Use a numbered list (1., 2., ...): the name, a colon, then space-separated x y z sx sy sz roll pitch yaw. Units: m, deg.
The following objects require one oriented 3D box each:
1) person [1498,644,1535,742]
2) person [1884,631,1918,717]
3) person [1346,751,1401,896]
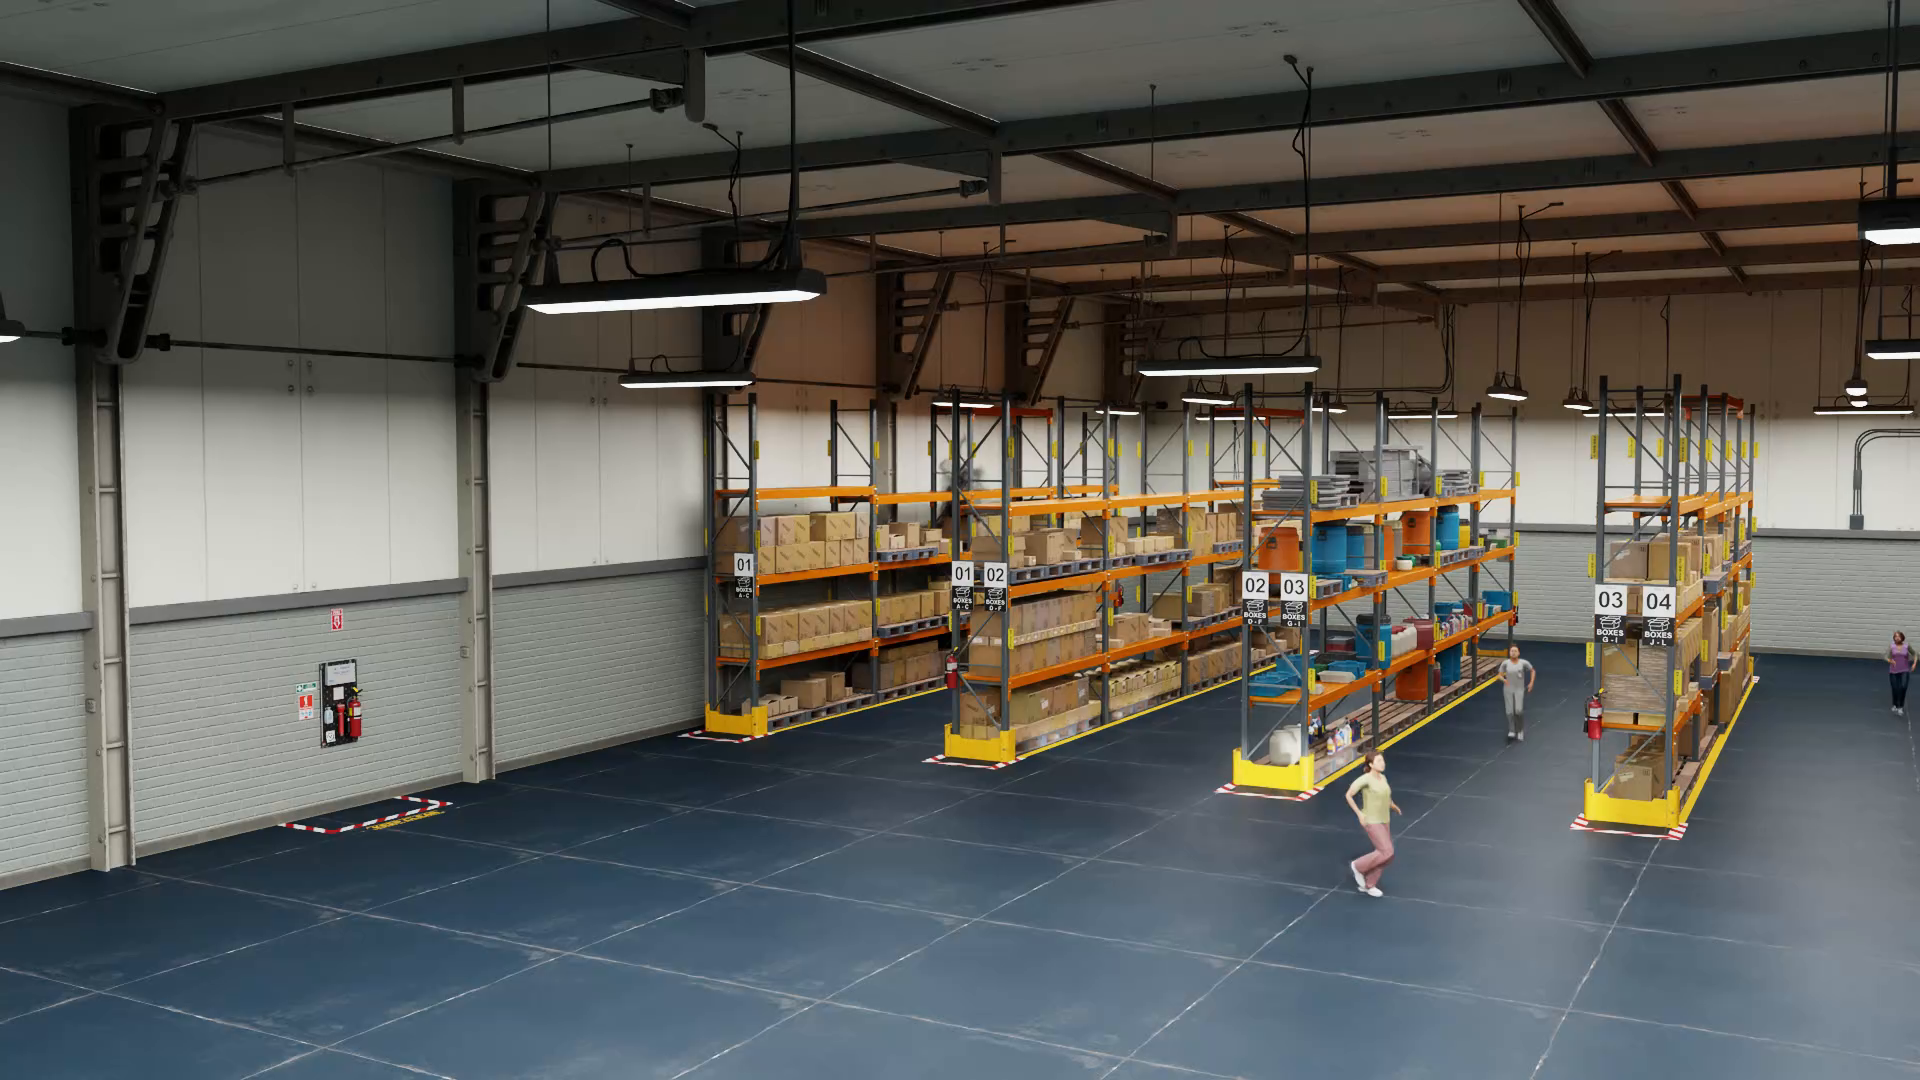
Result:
1. person: 9.548 2.634 28.589 0.592 1.678 0.665 1 3 24
2. person: 17.744 2.526 31.393 0.546 1.609 0.690 2 4 34
3. person: 4.680 3.179 18.646 0.573 1.630 0.537 -3 4 -41
